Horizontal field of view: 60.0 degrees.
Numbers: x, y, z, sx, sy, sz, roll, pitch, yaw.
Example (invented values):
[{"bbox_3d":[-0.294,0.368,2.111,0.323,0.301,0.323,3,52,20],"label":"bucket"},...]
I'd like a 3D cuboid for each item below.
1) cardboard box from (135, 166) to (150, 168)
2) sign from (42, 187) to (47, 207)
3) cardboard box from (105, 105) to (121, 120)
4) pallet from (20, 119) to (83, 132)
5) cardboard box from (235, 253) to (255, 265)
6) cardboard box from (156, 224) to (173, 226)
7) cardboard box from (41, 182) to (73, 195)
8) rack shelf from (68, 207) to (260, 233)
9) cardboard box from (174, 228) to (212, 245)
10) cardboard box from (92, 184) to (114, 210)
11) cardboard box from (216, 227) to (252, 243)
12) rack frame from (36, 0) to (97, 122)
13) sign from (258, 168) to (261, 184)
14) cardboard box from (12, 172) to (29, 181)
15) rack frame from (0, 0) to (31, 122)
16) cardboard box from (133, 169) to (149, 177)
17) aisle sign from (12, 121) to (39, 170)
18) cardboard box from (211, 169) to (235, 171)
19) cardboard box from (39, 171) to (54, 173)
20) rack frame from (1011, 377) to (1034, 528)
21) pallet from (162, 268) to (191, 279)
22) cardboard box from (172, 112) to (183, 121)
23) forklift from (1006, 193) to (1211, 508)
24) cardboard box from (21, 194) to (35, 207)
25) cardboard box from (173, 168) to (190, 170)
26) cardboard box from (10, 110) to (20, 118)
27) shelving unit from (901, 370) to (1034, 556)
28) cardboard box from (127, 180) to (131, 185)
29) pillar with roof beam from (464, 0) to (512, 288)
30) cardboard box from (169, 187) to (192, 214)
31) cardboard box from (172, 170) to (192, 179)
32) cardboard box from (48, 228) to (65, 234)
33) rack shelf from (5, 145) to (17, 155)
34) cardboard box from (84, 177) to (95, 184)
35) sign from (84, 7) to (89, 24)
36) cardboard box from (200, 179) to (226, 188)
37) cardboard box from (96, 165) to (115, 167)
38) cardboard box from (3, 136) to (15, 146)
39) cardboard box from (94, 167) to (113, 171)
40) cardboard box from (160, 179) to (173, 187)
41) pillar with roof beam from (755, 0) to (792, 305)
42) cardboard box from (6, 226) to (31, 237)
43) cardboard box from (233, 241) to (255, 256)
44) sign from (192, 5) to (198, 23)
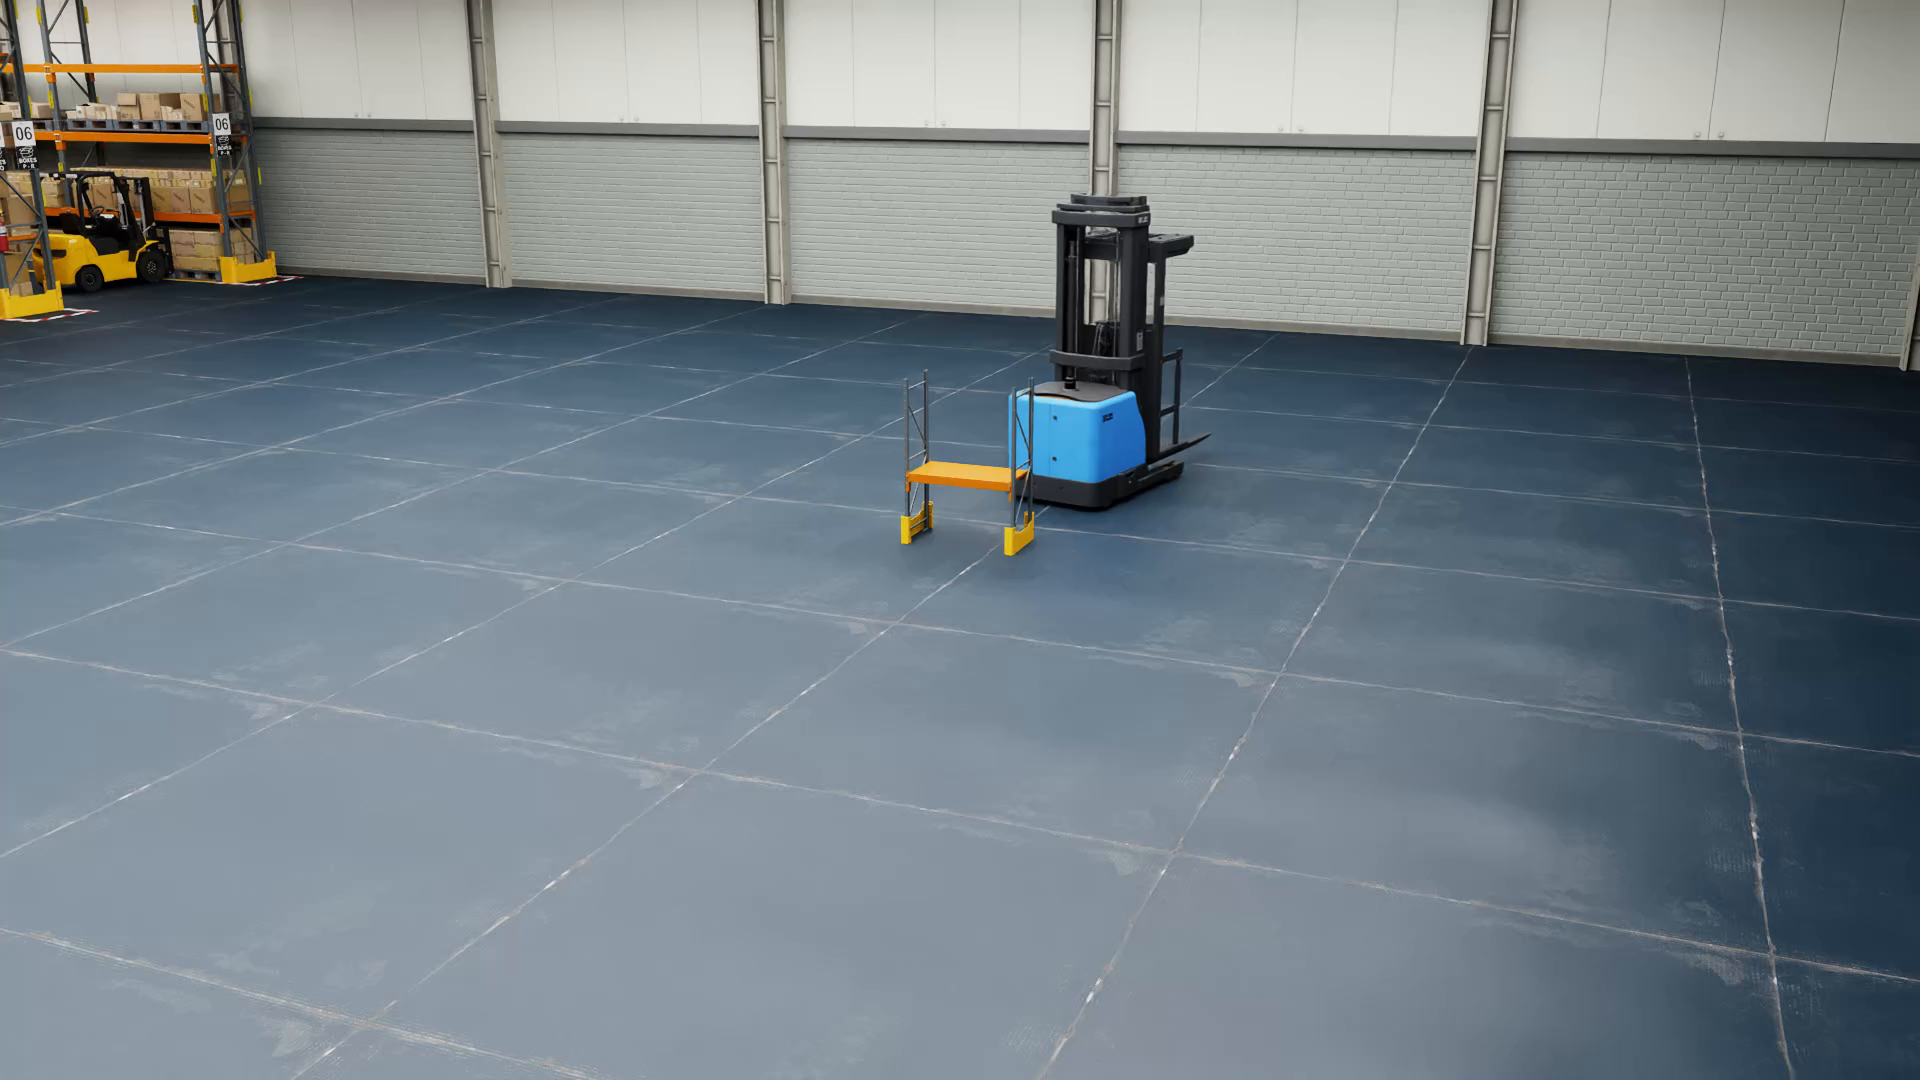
[{"bbox_3d":[-16.454,-7.466,33.636,0.250,0.149,0.380,6,17,20],"label":"cardboard box"},{"bbox_3d":[-15.718,-5.879,28.492,0.005,0.325,0.100,6,17,21],"label":"sign"},{"bbox_3d":[-16.551,-8.415,32.707,0.258,0.266,0.396,6,17,19],"label":"cardboard box"},{"bbox_3d":[-18.646,-8.455,33.881,1.217,0.209,0.805,6,17,18],"label":"pallet"},{"bbox_3d":[-14.485,-5.592,33.236,0.500,0.250,0.500,6,17,21],"label":"cardboard box"},{"bbox_3d":[-16.349,-6.278,33.802,0.500,0.250,0.500,6,17,21],"label":"cardboard box"},{"bbox_3d":[-18.371,-7.172,33.869,0.500,0.250,0.500,6,17,19],"label":"cardboard box"},{"bbox_3d":[-15.960,-6.469,33.368,4.000,0.370,1.077,6,17,21],"label":"rack shelf"},{"bbox_3d":[-15.120,-5.989,32.807,0.500,0.250,0.500,7,17,22],"label":"cardboard box"},{"bbox_3d":[-17.013,-6.905,33.401,0.500,0.500,0.500,7,17,22],"label":"cardboard box"},{"bbox_3d":[-14.477,-6.070,33.087,0.500,0.250,0.500,6,17,20],"label":"cardboard box"},{"bbox_3d":[-17.821,-9.901,33.136,0.127,3.000,1.000,6,17,21],"label":"rack frame"},{"bbox_3d":[-13.890,-7.207,32.925,0.005,0.325,0.100,6,17,21],"label":"sign"},{"bbox_3d":[-19.189,-7.452,34.121,0.250,0.149,0.380,6,17,19],"label":"cardboard box"},{"bbox_3d":[-15.917,-8.204,27.291,0.127,3.000,1.000,6,17,21],"label":"rack frame"},{"bbox_3d":[-16.167,-7.280,32.995,0.250,0.149,0.380,6,17,21],"label":"cardboard box"},{"bbox_3d":[-15.746,-6.645,28.020,0.004,0.787,0.394,6,17,21],"label":"aisle sign"},{"bbox_3d":[-14.558,-7.246,32.876,0.250,0.149,0.380,7,18,23],"label":"cardboard box"},{"bbox_3d":[-18.999,-7.590,34.596,0.250,0.149,0.380,6,17,21],"label":"cardboard box"},{"bbox_3d":[0.552,-0.660,14.755,0.032,1.500,0.500,6,17,21],"label":"rack frame"},{"bbox_3d":[-15.957,-5.464,33.616,1.213,0.211,1.003,6,17,21],"label":"pallet"},{"bbox_3d":[-14.982,-8.186,32.128,0.250,0.149,0.380,6,17,19],"label":"cardboard box"},{"bbox_3d":[1.686,-2.076,17.067,1.130,2.935,3.031,10,19,32],"label":"forklift"},{"bbox_3d":[-18.855,-6.981,34.110,0.500,0.250,0.500,6,17,20],"label":"cardboard box"},{"bbox_3d":[-15.503,-7.363,33.281,0.250,0.149,0.380,6,17,19],"label":"cardboard box"},{"bbox_3d":[-18.955,-8.623,33.633,0.250,0.149,0.380,6,17,20],"label":"cardboard box"},{"bbox_3d":[0.071,-0.712,14.938,1.083,1.500,0.587,6,17,21],"label":"shelving unit"},{"bbox_3d":[-16.440,-7.140,33.044,0.250,0.149,0.380,6,17,19],"label":"cardboard box"},{"bbox_3d":[-10.415,-8.066,26.817,0.400,9.000,9.100,6,17,21],"label":"pillar with roof beam"},{"bbox_3d":[-15.133,-6.696,32.679,0.500,0.500,0.500,7,18,22],"label":"cardboard box"},{"bbox_3d":[-15.209,-7.176,32.637,0.250,0.149,0.380,6,17,21],"label":"cardboard box"},{"bbox_3d":[-18.310,-6.131,34.419,0.625,0.625,0.875,7,18,23],"label":"cardboard box"},{"bbox_3d":[-17.778,-6.622,28.514,4.000,0.370,1.077,6,17,21],"label":"rack shelf"},{"bbox_3d":[-17.379,-7.252,33.431,0.250,0.149,0.380,7,17,22],"label":"cardboard box"},{"bbox_3d":[-17.594,-10.567,33.471,0.005,0.325,0.100,6,17,21],"label":"sign"},{"bbox_3d":[-14.525,-6.933,32.331,0.250,0.149,0.380,7,17,21],"label":"cardboard box"},{"bbox_3d":[-17.413,-7.568,33.984,0.250,0.149,0.380,6,17,21],"label":"cardboard box"},{"bbox_3d":[-16.107,-6.761,28.151,0.250,0.149,0.380,6,17,21],"label":"cardboard box"},{"bbox_3d":[-17.116,-7.385,33.356,0.250,0.149,0.380,6,17,20],"label":"cardboard box"},{"bbox_3d":[-15.485,-7.037,32.690,0.250,0.149,0.380,6,17,19],"label":"cardboard box"},{"bbox_3d":[-4.833,-7.452,24.703,0.400,9.000,9.100,6,17,21],"label":"pillar with roof beam"},{"bbox_3d":[-16.157,-5.290,28.467,0.250,0.149,0.380,6,17,21],"label":"cardboard box"},{"bbox_3d":[-14.461,-5.834,33.170,0.500,0.250,0.500,7,17,22],"label":"cardboard box"},{"bbox_3d":[-14.312,-9.839,31.106,0.005,0.325,0.100,6,17,21],"label":"sign"}]
